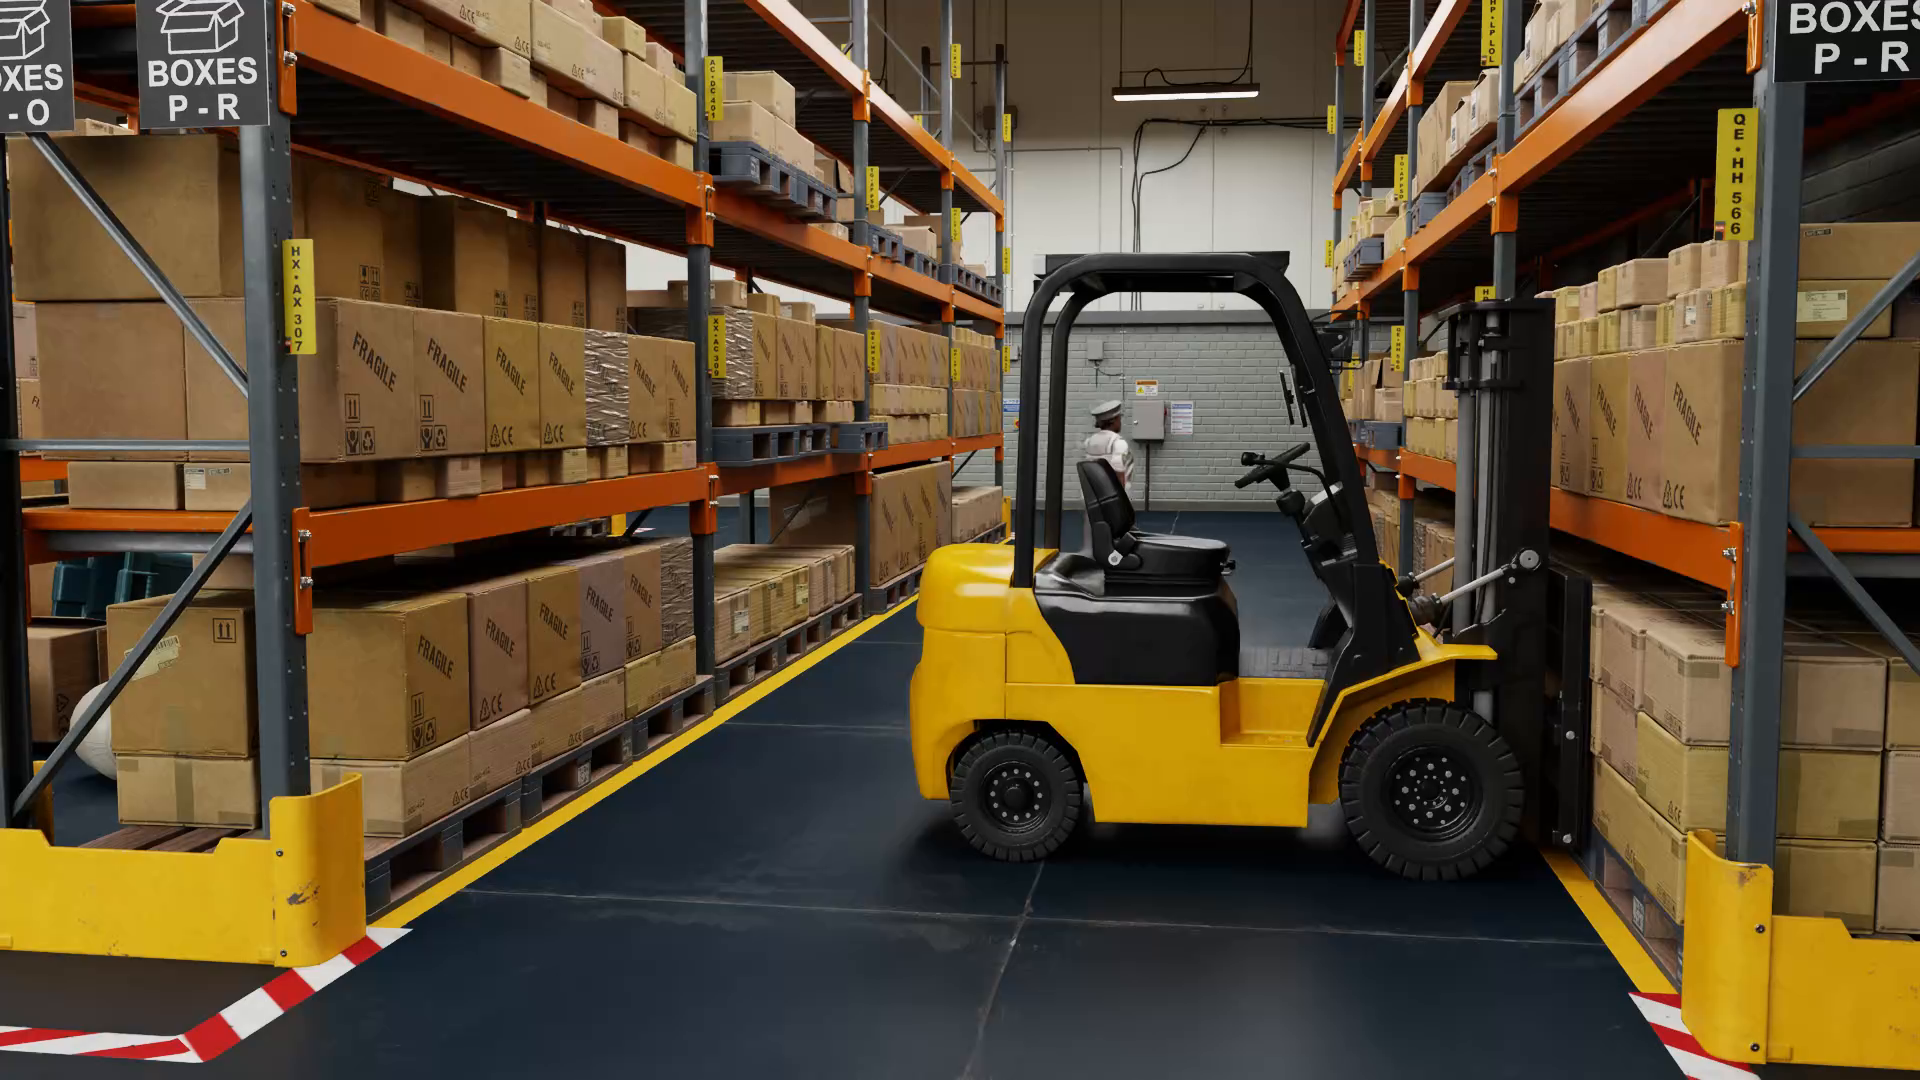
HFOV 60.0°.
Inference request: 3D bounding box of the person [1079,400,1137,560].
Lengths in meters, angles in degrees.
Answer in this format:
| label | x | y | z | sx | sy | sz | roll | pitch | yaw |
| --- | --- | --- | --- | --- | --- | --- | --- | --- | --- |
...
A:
| label | x | y | z | sx | sy | sz | roll | pitch | yaw |
| --- | --- | --- | --- | --- | --- | --- | --- | --- | --- |
| person | 1.211 | -0.281 | 13.063 | 0.460 | 1.632 | 0.962 | 4 | 6 | 43 |
